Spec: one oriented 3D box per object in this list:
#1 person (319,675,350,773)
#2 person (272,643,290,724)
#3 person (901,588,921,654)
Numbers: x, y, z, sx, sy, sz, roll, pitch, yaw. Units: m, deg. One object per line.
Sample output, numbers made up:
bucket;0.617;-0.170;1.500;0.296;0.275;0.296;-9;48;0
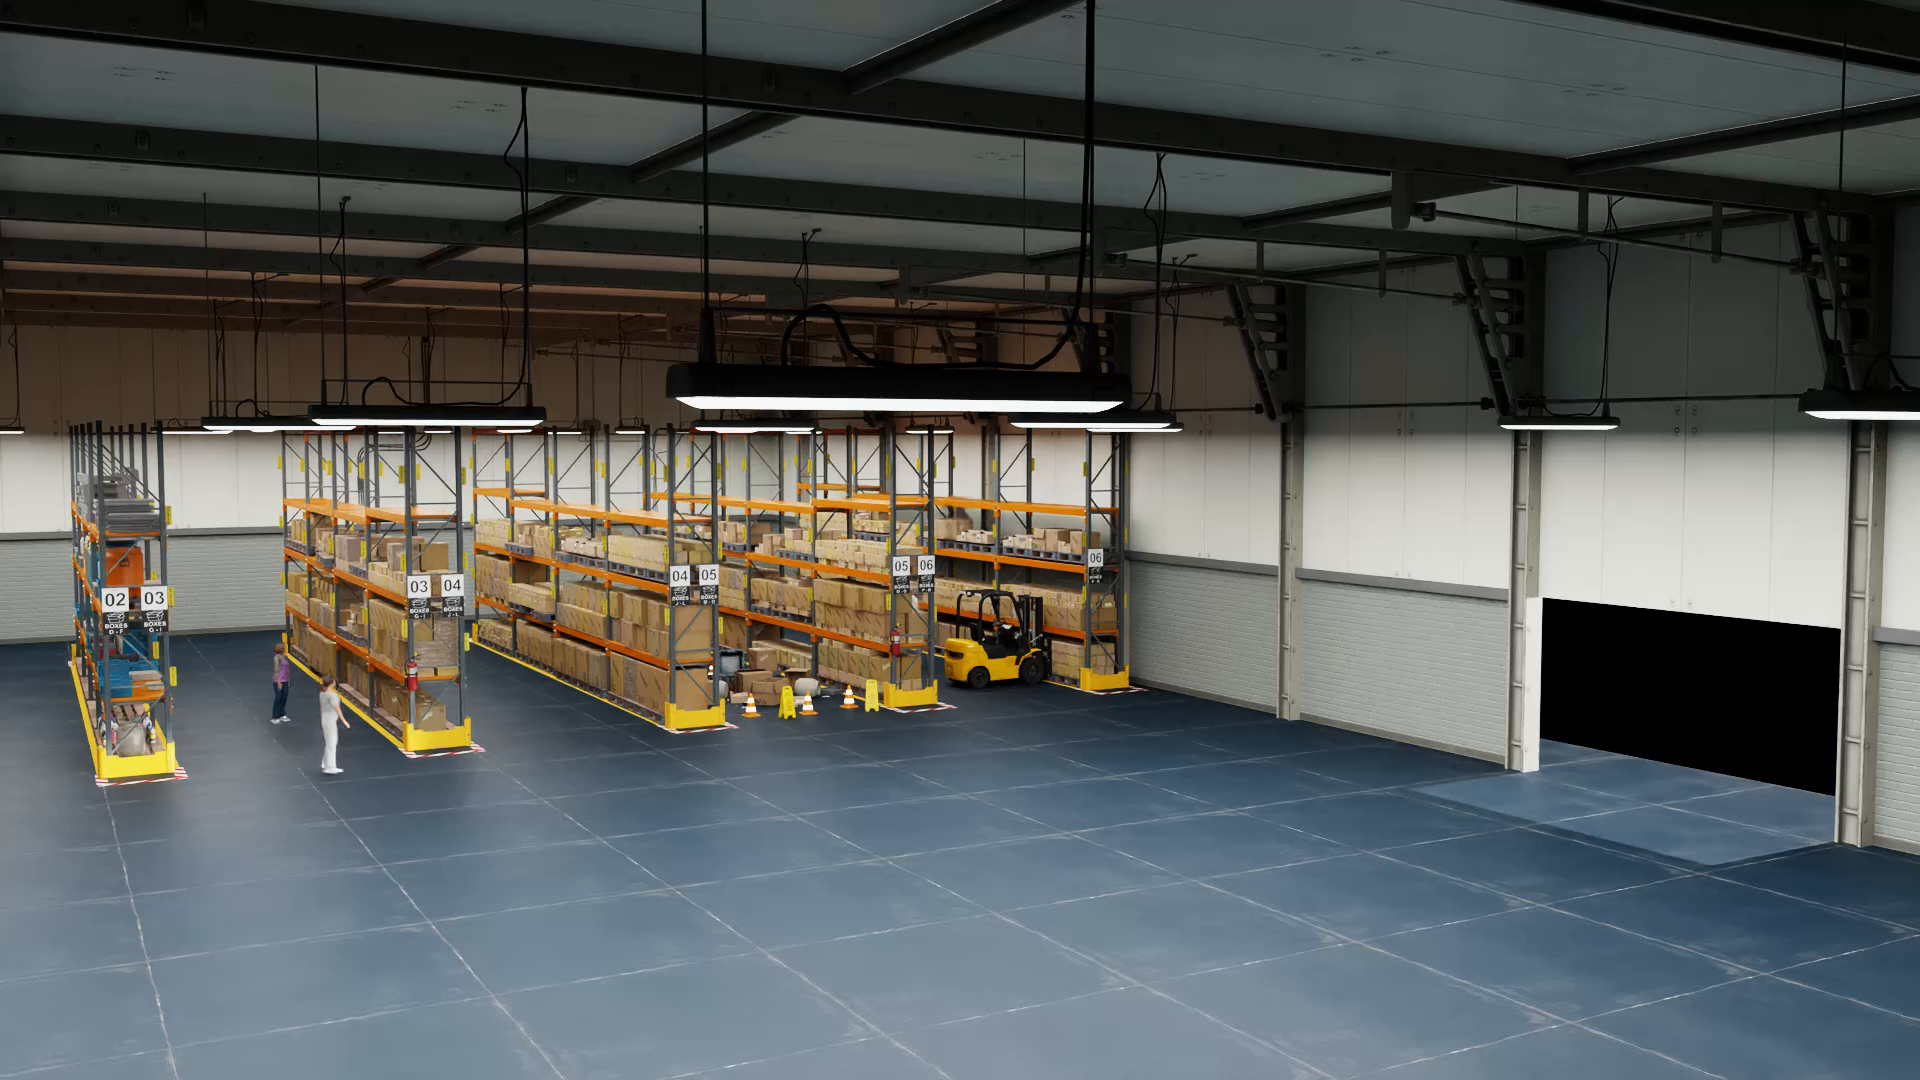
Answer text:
person;-10.697;3.142;28.438;0.481;1.705;0.563;-1;4;-21
person;-13.662;2.886;33.469;0.318;1.646;0.502;1;4;13
person;-1.253;1.984;41.848;0.599;1.773;0.491;0;4;0
